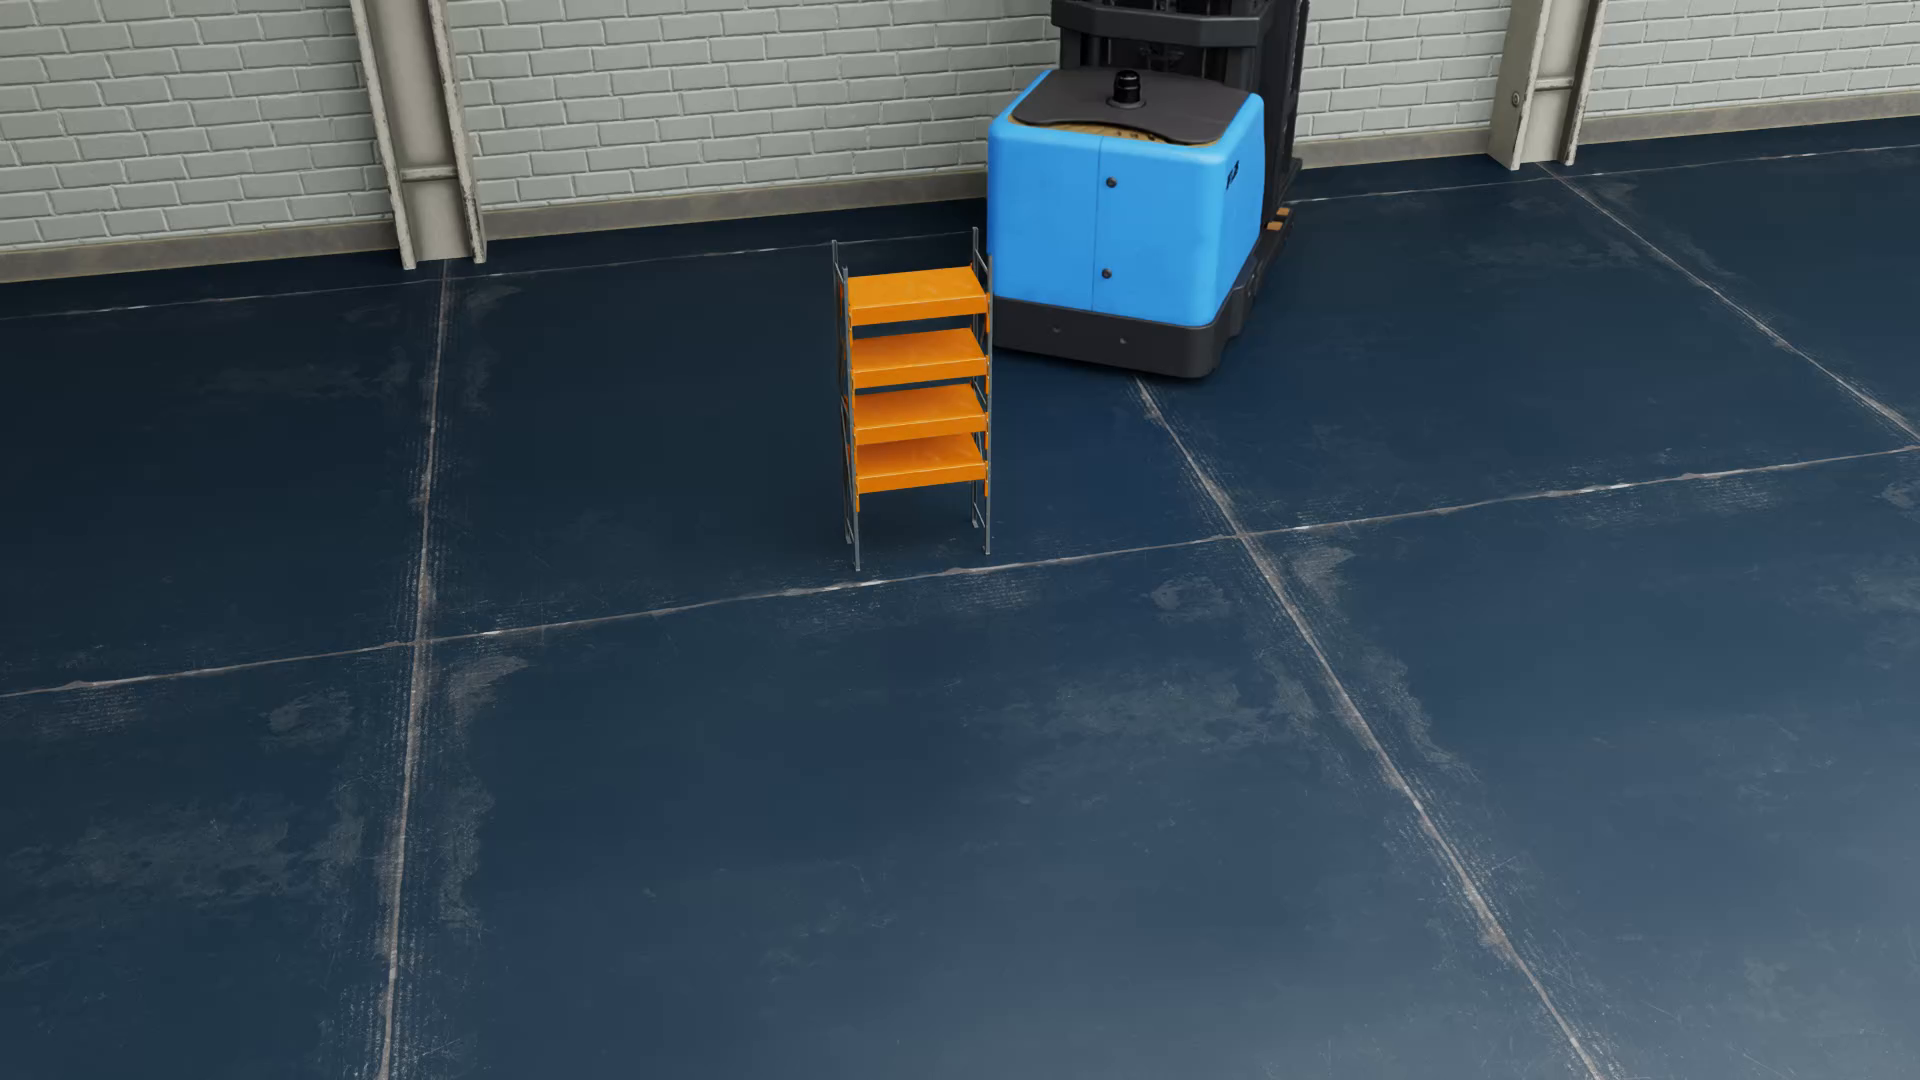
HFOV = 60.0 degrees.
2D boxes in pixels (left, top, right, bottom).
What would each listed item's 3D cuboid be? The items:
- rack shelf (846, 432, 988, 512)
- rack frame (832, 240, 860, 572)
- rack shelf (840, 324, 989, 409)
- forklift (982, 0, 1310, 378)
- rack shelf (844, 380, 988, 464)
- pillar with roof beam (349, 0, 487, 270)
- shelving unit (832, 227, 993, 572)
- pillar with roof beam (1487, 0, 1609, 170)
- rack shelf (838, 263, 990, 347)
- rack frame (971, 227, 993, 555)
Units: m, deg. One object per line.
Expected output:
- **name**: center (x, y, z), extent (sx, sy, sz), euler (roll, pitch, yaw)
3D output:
- **rack shelf**: center (-0.161, -0.257, 6.033), extent (0.480, 0.148, 0.258), euler (-7, 35, -11)
- **rack frame**: center (-0.399, -0.448, 5.841), extent (0.015, 1.200, 0.240), euler (-7, 35, -11)
- **rack shelf**: center (-0.161, -0.608, 5.798), extent (0.480, 0.148, 0.258), euler (-7, 35, -11)
- **forklift**: center (1.085, -2.729, 7.686), extent (1.130, 2.935, 3.031), euler (12, 36, 17)
- **rack shelf**: center (-0.161, -0.422, 5.923), extent (0.480, 0.148, 0.258), euler (-7, 35, -11)
- **pillar with roof beam**: center (-1.651, -2.845, 2.414), extent (0.400, 9.000, 9.100), euler (-7, 35, -11)
- **shelving unit**: center (-0.161, -0.478, 5.885), extent (0.503, 1.200, 0.258), euler (-7, 35, -11)
- **pillar with roof beam**: center (4.201, -3.583, 3.513), extent (0.400, 9.000, 9.100), euler (-7, 35, -11)
- **rack shelf**: center (-0.161, -0.804, 5.666), extent (0.480, 0.148, 0.258), euler (-7, 35, -11)
- **rack frame**: center (0.077, -0.508, 5.930), extent (0.015, 1.200, 0.240), euler (-7, 35, -11)
